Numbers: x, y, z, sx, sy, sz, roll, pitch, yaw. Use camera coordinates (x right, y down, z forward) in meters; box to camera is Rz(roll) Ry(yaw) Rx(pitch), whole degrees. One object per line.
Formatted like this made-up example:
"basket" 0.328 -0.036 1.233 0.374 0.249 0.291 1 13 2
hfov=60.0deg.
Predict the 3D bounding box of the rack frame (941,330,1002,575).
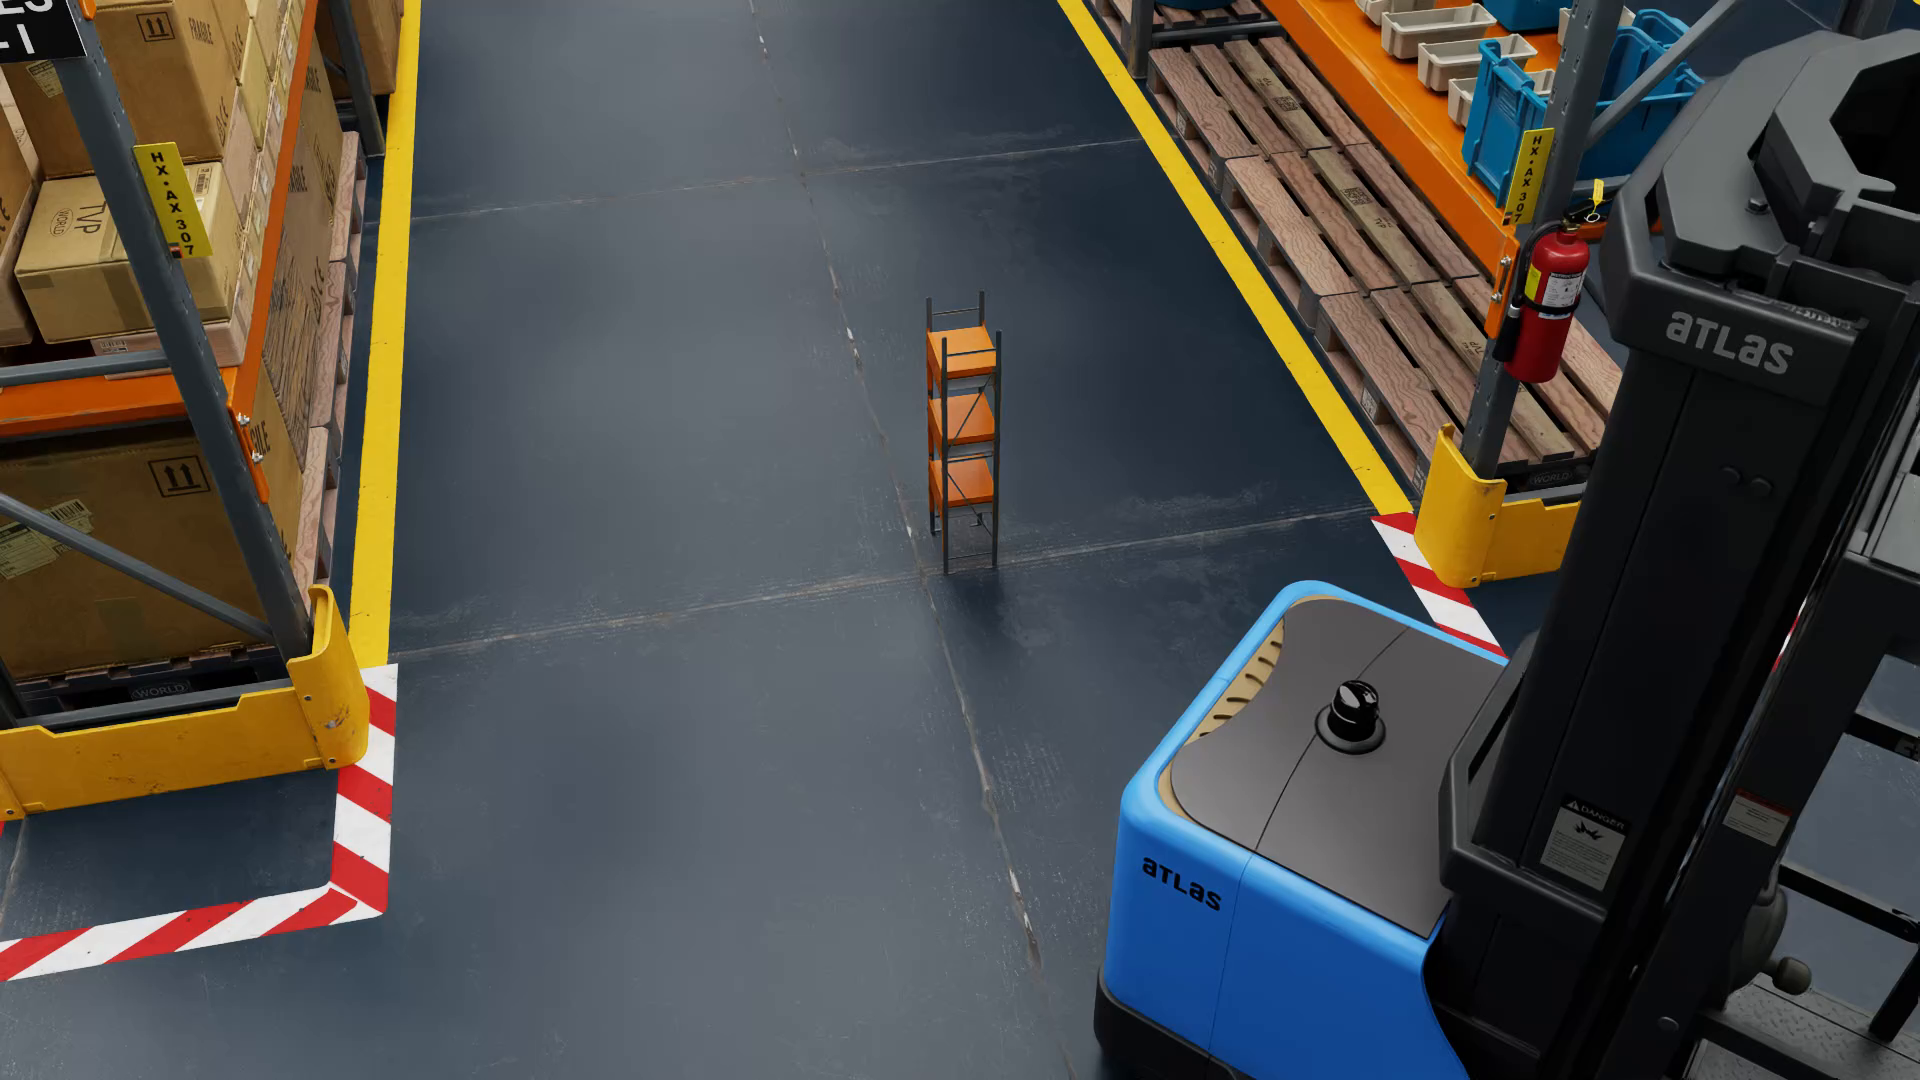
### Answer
"rack frame" 0.038 -0.279 5.773 0.200 1.050 0.008 -8 42 -9

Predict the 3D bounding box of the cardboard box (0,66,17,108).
"cardboard box" -3.135 -1.425 5.485 0.500 0.250 0.500 -10 43 -11

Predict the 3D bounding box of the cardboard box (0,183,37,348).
"cardboard box" -2.916 -0.766 4.742 0.500 0.250 0.500 -9 42 -10

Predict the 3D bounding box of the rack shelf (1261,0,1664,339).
"rack shelf" 1.853 -2.172 6.979 1.077 0.370 4.000 -8 42 -9

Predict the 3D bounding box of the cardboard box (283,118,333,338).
"cardboard box" -3.157 -1.367 6.815 0.875 0.875 0.875 -8 42 -9

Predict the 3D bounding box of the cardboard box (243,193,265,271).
"cardboard box" -2.419 -0.950 5.250 0.380 0.149 0.250 -9 42 -10

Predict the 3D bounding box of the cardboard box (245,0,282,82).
"cardboard box" -2.733 -1.840 5.952 0.500 0.250 0.500 -9 42 -10

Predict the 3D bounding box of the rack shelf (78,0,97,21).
"rack shelf" -2.984 -2.584 5.184 1.077 0.370 4.000 -8 42 -9

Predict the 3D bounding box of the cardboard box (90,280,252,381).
"cardboard box" -2.306 -0.618 4.876 0.380 0.149 0.250 -8 42 -9

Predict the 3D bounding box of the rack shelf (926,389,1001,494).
"rack shelf" 0.012 -0.350 5.869 0.215 0.259 0.240 -8 42 -9

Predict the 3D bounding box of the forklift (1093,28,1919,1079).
"forklift" 1.874 0.611 3.354 3.031 2.935 1.130 25 47 25

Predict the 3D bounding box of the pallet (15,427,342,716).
"pallet" -2.801 0.101 5.977 1.003 0.211 1.213 -8 42 -9

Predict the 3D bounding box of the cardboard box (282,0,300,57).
"cardboard box" -2.752 -1.950 6.377 0.380 0.149 0.250 -9 42 -10

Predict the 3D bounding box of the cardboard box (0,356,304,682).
"cardboard box" -2.768 -0.201 5.501 0.875 0.875 0.875 -8 42 -9

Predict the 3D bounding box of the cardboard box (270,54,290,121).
"cardboard box" -2.640 -1.615 5.999 0.380 0.149 0.250 -9 42 -10

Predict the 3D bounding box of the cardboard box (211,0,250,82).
"cardboard box" -2.618 -1.779 5.319 0.500 0.500 0.500 -9 42 -10

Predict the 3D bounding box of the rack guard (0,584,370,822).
"rack guard" -2.547 0.516 5.293 1.175 0.500 0.348 -8 42 -9

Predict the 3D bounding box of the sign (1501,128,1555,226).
"sign" 1.751 -1.116 5.125 0.100 0.325 0.005 -8 42 -9

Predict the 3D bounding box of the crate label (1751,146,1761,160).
"crate label" 2.552 -1.312 5.549 0.416 0.233 0.303 -8 42 -9

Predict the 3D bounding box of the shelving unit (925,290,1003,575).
"shelving unit" 0.012 -0.358 5.862 0.215 1.050 0.252 -8 42 -9

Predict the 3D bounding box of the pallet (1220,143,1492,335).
"pallet" 1.884 -1.431 7.703 1.003 0.211 1.213 -8 42 -9

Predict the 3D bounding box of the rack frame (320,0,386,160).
"rack frame" -3.415 -3.028 7.401 1.000 3.000 0.127 -8 42 -9

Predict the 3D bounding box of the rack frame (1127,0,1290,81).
"rack frame" 1.421 -3.737 8.201 1.000 3.000 0.127 -8 42 -9

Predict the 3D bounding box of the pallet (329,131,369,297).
"pallet" -3.328 -1.481 7.759 1.003 0.211 1.213 -8 42 -9

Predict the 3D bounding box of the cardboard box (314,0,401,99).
"cardboard box" -3.573 -2.802 8.431 1.225 0.875 0.875 -8 42 -9

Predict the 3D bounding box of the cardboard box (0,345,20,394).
"cardboard box" -2.950 -0.525 4.771 0.380 0.149 0.250 -8 42 -8

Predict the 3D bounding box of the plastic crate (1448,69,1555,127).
"plastic crate" 1.931 -1.571 5.914 0.396 0.136 0.243 -8 42 -9

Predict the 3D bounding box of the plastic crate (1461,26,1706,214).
"plastic crate" 2.030 -1.371 5.463 0.616 0.435 0.499 -8 42 -9

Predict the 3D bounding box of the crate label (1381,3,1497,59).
"crate label" 1.799 -1.938 6.327 0.396 0.136 0.243 -8 42 -9

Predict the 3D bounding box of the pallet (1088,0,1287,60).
"pallet" 1.295 -3.201 9.697 1.003 0.211 1.213 -8 42 -9

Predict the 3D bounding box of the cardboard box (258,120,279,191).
"cardboard box" -2.530 -1.284 5.626 0.380 0.149 0.250 -9 42 -10

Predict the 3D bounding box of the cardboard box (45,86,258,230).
"cardboard box" -2.511 -1.176 5.204 0.500 0.250 0.500 -9 42 -10

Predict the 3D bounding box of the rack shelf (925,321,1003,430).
"rack shelf" 0.012 -0.562 5.681 0.215 0.259 0.240 -8 42 -9

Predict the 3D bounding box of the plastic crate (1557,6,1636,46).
"plastic crate" 2.418 -1.935 6.324 0.250 0.136 0.298 -8 42 -9
